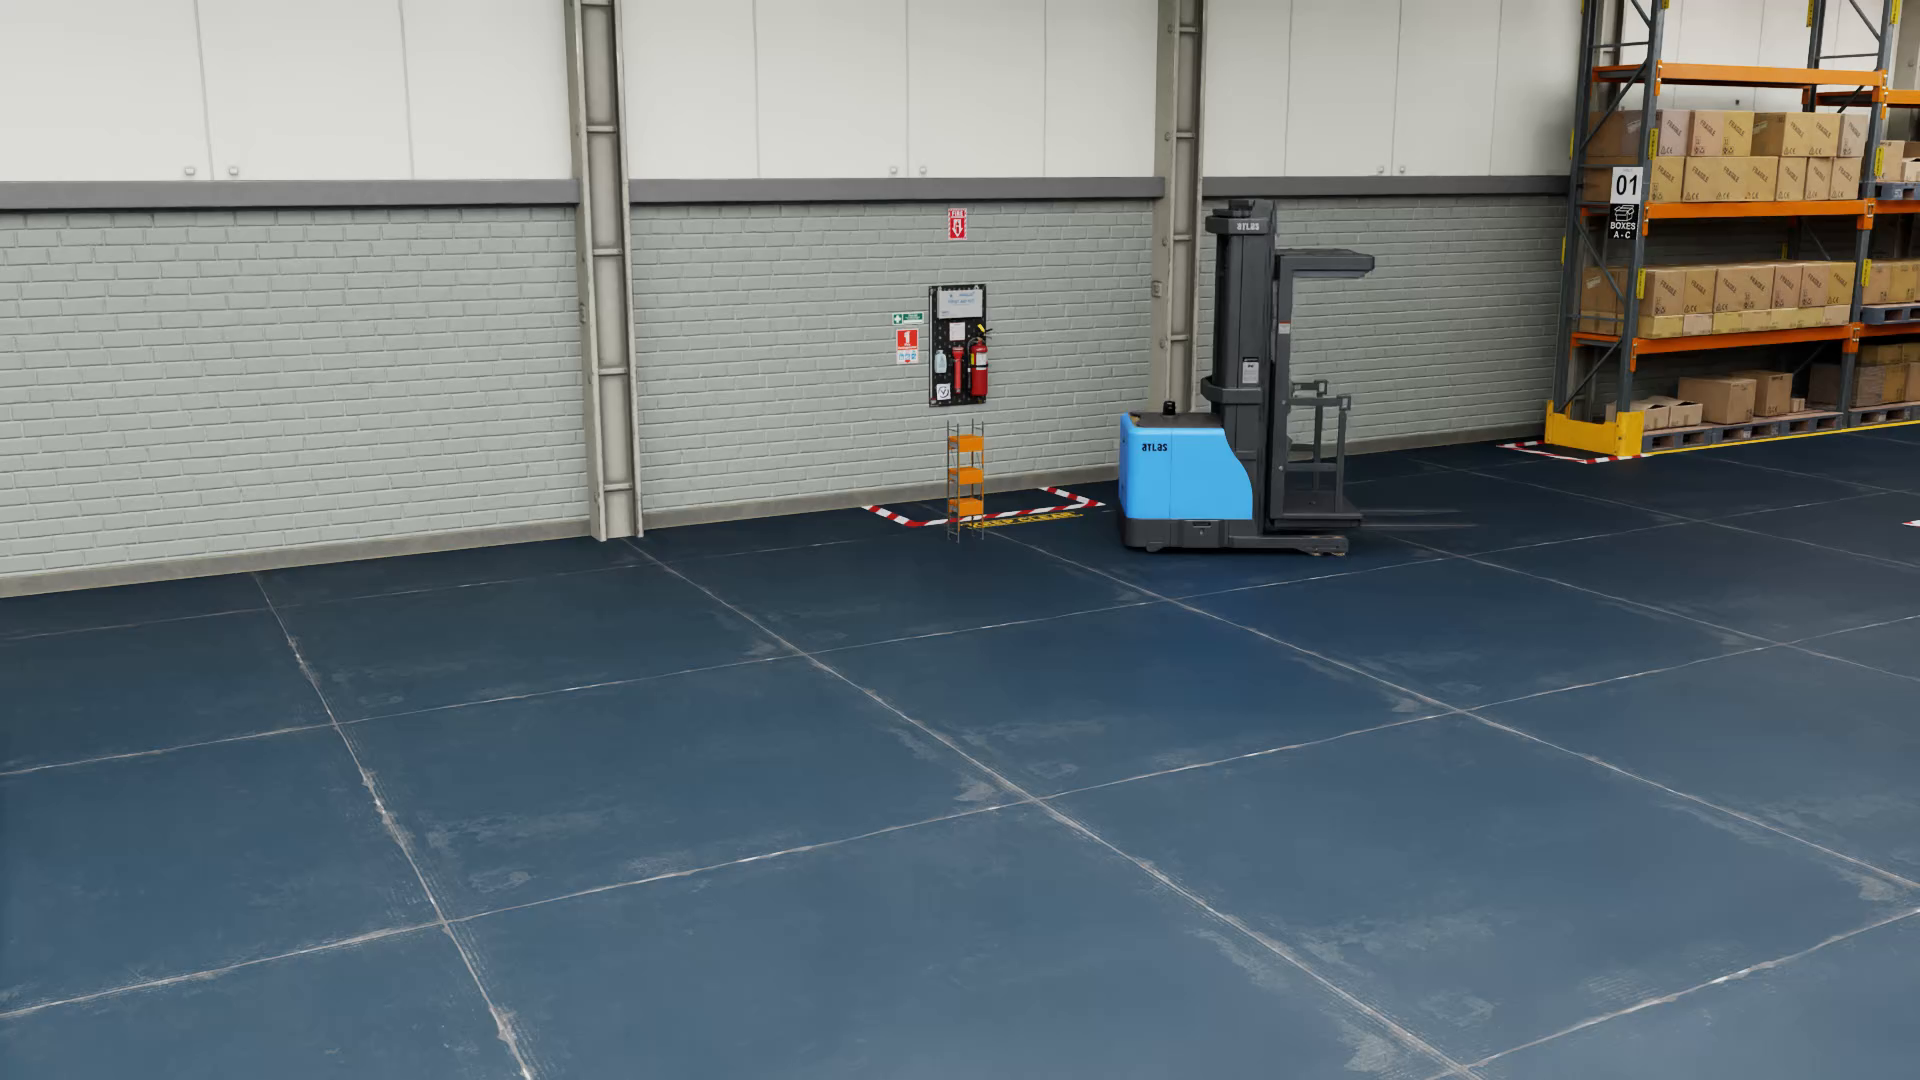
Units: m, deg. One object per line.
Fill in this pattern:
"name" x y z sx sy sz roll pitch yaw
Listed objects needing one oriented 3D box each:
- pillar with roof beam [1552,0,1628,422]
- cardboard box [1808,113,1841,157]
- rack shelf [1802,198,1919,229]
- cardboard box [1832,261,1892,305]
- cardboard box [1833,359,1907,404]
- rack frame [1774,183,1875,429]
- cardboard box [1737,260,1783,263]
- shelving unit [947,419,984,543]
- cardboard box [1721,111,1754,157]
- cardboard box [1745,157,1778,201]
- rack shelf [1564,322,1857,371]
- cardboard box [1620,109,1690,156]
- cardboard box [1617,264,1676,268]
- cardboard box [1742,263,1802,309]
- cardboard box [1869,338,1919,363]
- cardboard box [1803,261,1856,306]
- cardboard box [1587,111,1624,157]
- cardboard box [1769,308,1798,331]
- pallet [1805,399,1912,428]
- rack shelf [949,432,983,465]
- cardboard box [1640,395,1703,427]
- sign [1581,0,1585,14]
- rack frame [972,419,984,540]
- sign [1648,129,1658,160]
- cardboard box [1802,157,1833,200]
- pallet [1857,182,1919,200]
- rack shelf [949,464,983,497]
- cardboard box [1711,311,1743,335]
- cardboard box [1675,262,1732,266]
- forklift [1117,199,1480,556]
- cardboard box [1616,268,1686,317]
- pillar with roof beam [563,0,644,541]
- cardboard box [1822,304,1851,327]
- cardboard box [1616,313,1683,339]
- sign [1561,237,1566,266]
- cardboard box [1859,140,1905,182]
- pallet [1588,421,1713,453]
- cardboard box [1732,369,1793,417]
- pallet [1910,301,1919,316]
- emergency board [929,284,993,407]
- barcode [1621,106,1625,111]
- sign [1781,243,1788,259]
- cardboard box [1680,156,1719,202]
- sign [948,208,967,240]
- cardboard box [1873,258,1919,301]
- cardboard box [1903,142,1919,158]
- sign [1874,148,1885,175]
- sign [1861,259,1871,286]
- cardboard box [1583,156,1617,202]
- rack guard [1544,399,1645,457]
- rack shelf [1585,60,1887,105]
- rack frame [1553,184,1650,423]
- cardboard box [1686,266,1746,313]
"pillar with roof beam" 9.547 -4.862 15.715 0.400 9.000 9.100 -7 14 -28
"cardboard box" 10.006 -4.790 19.677 0.500 0.500 0.500 -6 14 -25
"rack shelf" 12.550 -4.268 21.547 4.000 0.370 1.077 -7 14 -28
"cardboard box" 11.258 -3.255 21.012 0.500 0.500 0.700 -7 14 -28
"cardboard box" 11.863 -2.085 21.731 0.500 0.500 0.700 -7 15 -29
"rack frame" 10.795 -2.945 20.862 0.127 3.000 1.000 -7 14 -28
"cardboard box" 9.826 -3.184 20.515 0.500 0.500 0.500 -7 14 -28
"shelving unit" 0.047 -0.518 14.519 0.252 1.050 0.215 -7 14 -28
"cardboard box" 8.647 -4.627 18.953 0.500 0.500 0.500 -6 14 -26
"cardboard box" 9.100 -4.198 19.328 0.500 0.500 0.500 -6 14 -24
"rack shelf" 9.039 -2.383 20.007 4.000 0.370 1.077 -7 14 -28
"cardboard box" 7.738 -4.527 18.513 0.500 0.500 0.500 -8 15 -32
"cardboard box" 8.042 -2.968 19.554 0.500 0.500 0.500 -7 14 -27
"cardboard box" 9.646 -3.033 19.844 0.500 0.500 0.500 -7 15 -29
"cardboard box" 12.273 -2.489 21.820 0.500 0.250 0.500 -7 15 -29
"cardboard box" 10.528 -3.138 20.309 0.500 0.500 0.500 -7 14 -28
"cardboard box" 7.537 -4.629 18.966 0.500 0.500 0.500 -6 14 -25
"cardboard box" 9.649 -2.666 19.922 0.500 0.250 0.500 -7 14 -28
"pallet" 11.478 -1.667 21.534 1.213 0.211 1.003 -7 14 -28
"rack shelf" 0.047 -0.784 14.459 0.240 0.259 0.215 -7 14 -28
"cardboard box" 8.435 -1.542 19.752 0.500 0.311 0.500 -6 14 -23
"sign" 7.036 -6.093 18.699 0.005 0.325 0.100 -7 14 -28
"rack frame" 0.154 -0.531 14.576 0.008 1.050 0.200 -7 14 -28
"sign" 7.544 -4.309 18.103 0.005 0.325 0.100 -7 14 -28
"cardboard box" 10.020 -4.315 19.847 0.500 0.500 0.500 -8 15 -33
"pallet" 11.388 -4.361 20.751 1.003 0.211 1.213 -7 14 -28
"rack shelf" 0.047 -0.507 14.521 0.240 0.259 0.215 -7 14 -28
"cardboard box" 8.763 -2.561 19.451 0.500 0.250 0.500 -7 15 -29
"cardboard box" 8.936 -3.076 20.035 0.500 0.500 0.500 -7 14 -27
"forklift" 2.916 -1.412 14.206 3.031 2.935 1.130 0 13 1
"cardboard box" 7.847 -2.819 18.890 0.500 0.500 0.500 -7 14 -28
"pillar with roof beam" -0.986 -3.599 10.106 0.400 9.000 9.100 -7 14 -28
"cardboard box" 10.524 -2.773 20.396 0.500 0.250 0.500 -7 14 -28
"cardboard box" 7.864 -2.451 18.963 0.500 0.250 0.500 -7 15 -29
"sign" 7.036 -3.352 19.315 0.005 0.325 0.100 -7 14 -28
"cardboard box" 11.313 -4.704 20.663 0.500 0.500 0.500 -5 13 -20
"pallet" 8.081 -1.250 19.684 1.213 0.211 1.003 -7 14 -28
"cardboard box" 9.903 -1.823 20.569 0.500 0.500 0.500 -8 15 -32
"pallet" 12.588 -3.056 21.793 1.213 0.211 1.003 -7 14 -28
"emergency board" 0.030 -1.881 16.133 0.643 1.169 0.194 -7 14 -28
"barcode" 7.668 -4.988 19.237 0.075 0.075 0.001 -7 14 -28
"sign" 10.526 -3.616 21.209 0.005 0.325 0.100 -7 14 -28
"cardboard box" 8.186 -4.083 18.813 0.500 0.500 0.500 -6 14 -24
"sign" -0.025 -3.030 15.960 0.199 0.298 0.001 -7 14 -28
"cardboard box" 12.315 -3.388 21.602 0.500 0.500 0.700 -5 14 -20
"cardboard box" 12.396 -4.834 21.240 0.500 0.500 0.500 -7 15 -30
"sign" 11.062 -4.557 20.015 0.005 0.325 0.100 -7 14 -28
"sign" 11.062 -3.263 20.306 0.005 0.325 0.100 -7 14 -28
"cardboard box" 7.529 -4.139 19.062 0.500 0.500 0.500 -6 14 -24
"rack guard" 7.351 -1.313 19.303 0.348 0.500 1.175 -7 14 -28
"rack shelf" 9.039 -5.309 19.348 4.000 0.370 1.077 -7 14 -28
"rack frame" 7.284 -2.524 18.993 0.127 3.000 1.000 -7 14 -28
"cardboard box" 8.742 -2.922 19.349 0.500 0.500 0.500 -7 15 -30
